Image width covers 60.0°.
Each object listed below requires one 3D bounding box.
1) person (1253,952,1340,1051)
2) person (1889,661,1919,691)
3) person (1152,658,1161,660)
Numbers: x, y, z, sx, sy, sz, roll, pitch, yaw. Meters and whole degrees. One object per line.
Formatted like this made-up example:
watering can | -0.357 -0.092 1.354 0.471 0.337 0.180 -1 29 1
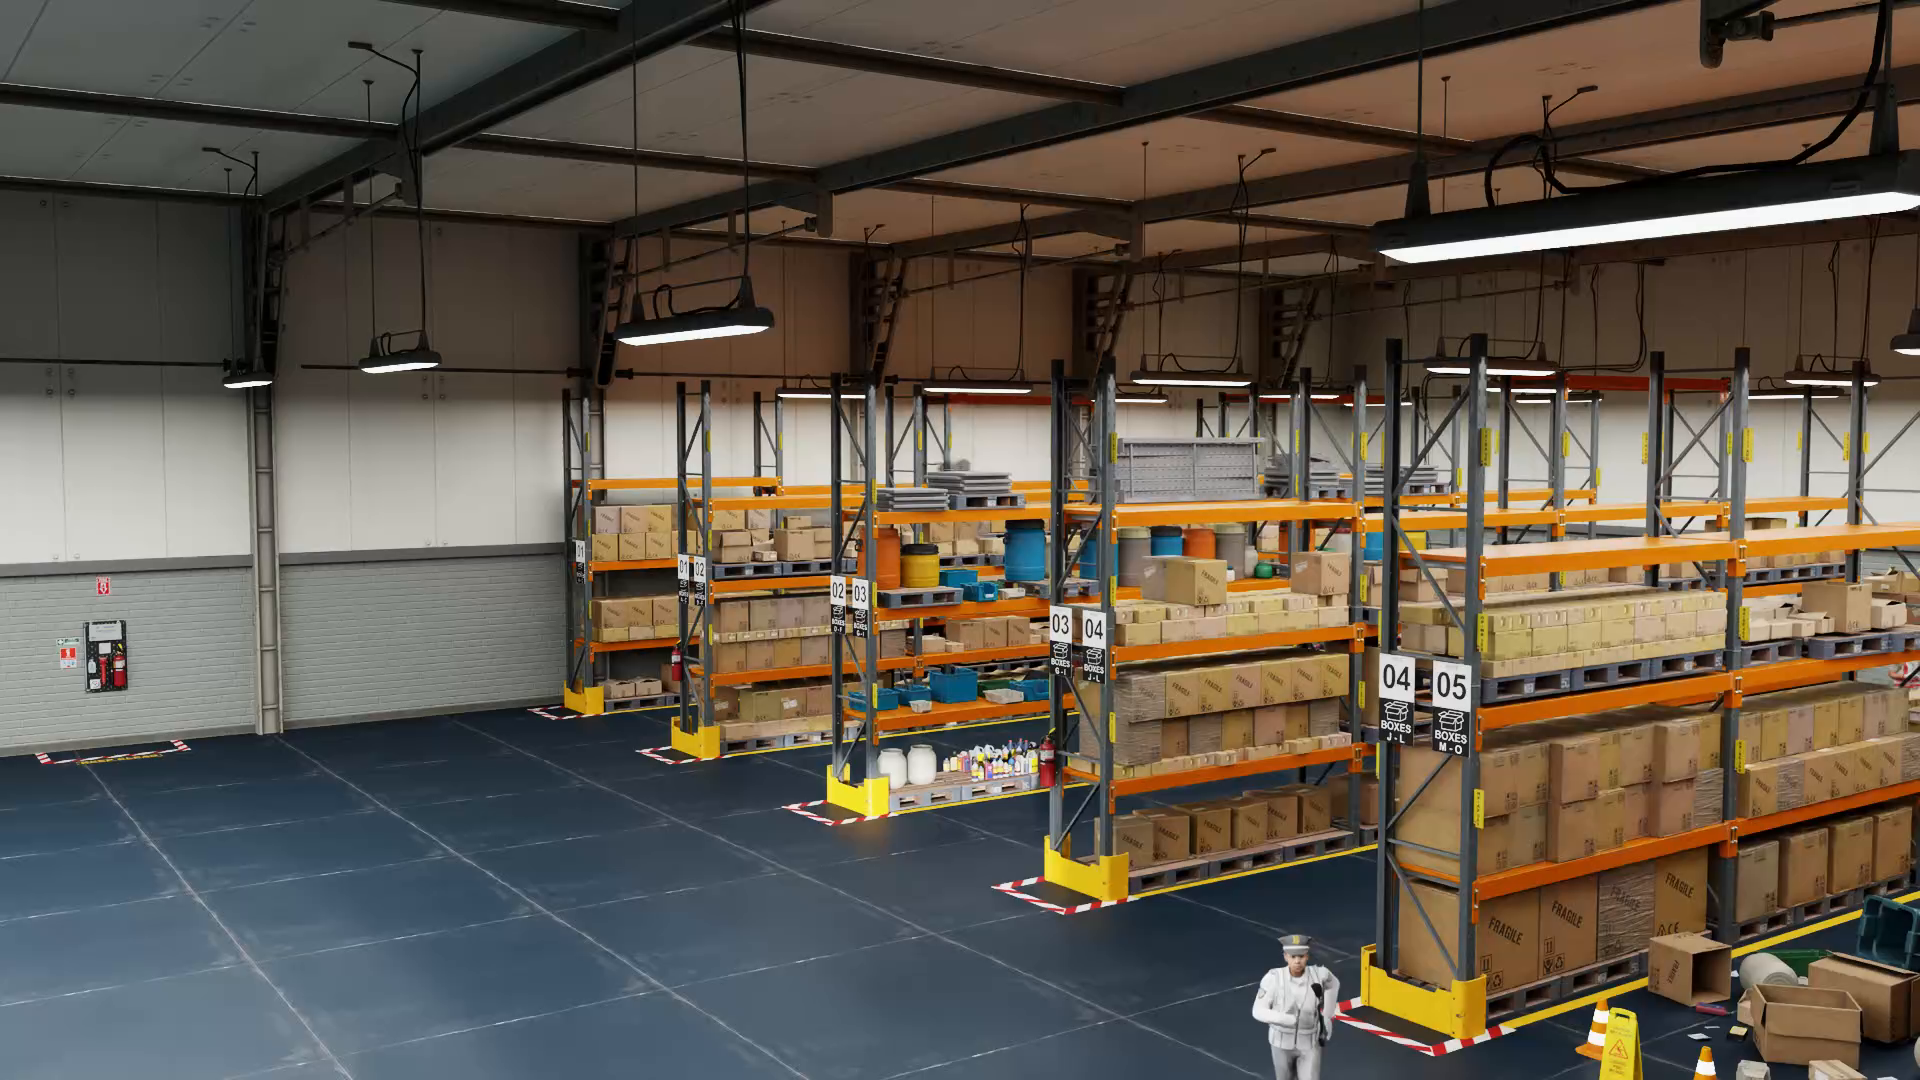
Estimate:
person | 2.363 3.603 11.699 0.597 1.726 0.815 1 4 12
person | 15.744 2.477 27.724 0.679 1.620 0.819 -1 4 -14
person | 3.287 2.167 28.138 0.694 1.674 0.706 -2 4 -31
